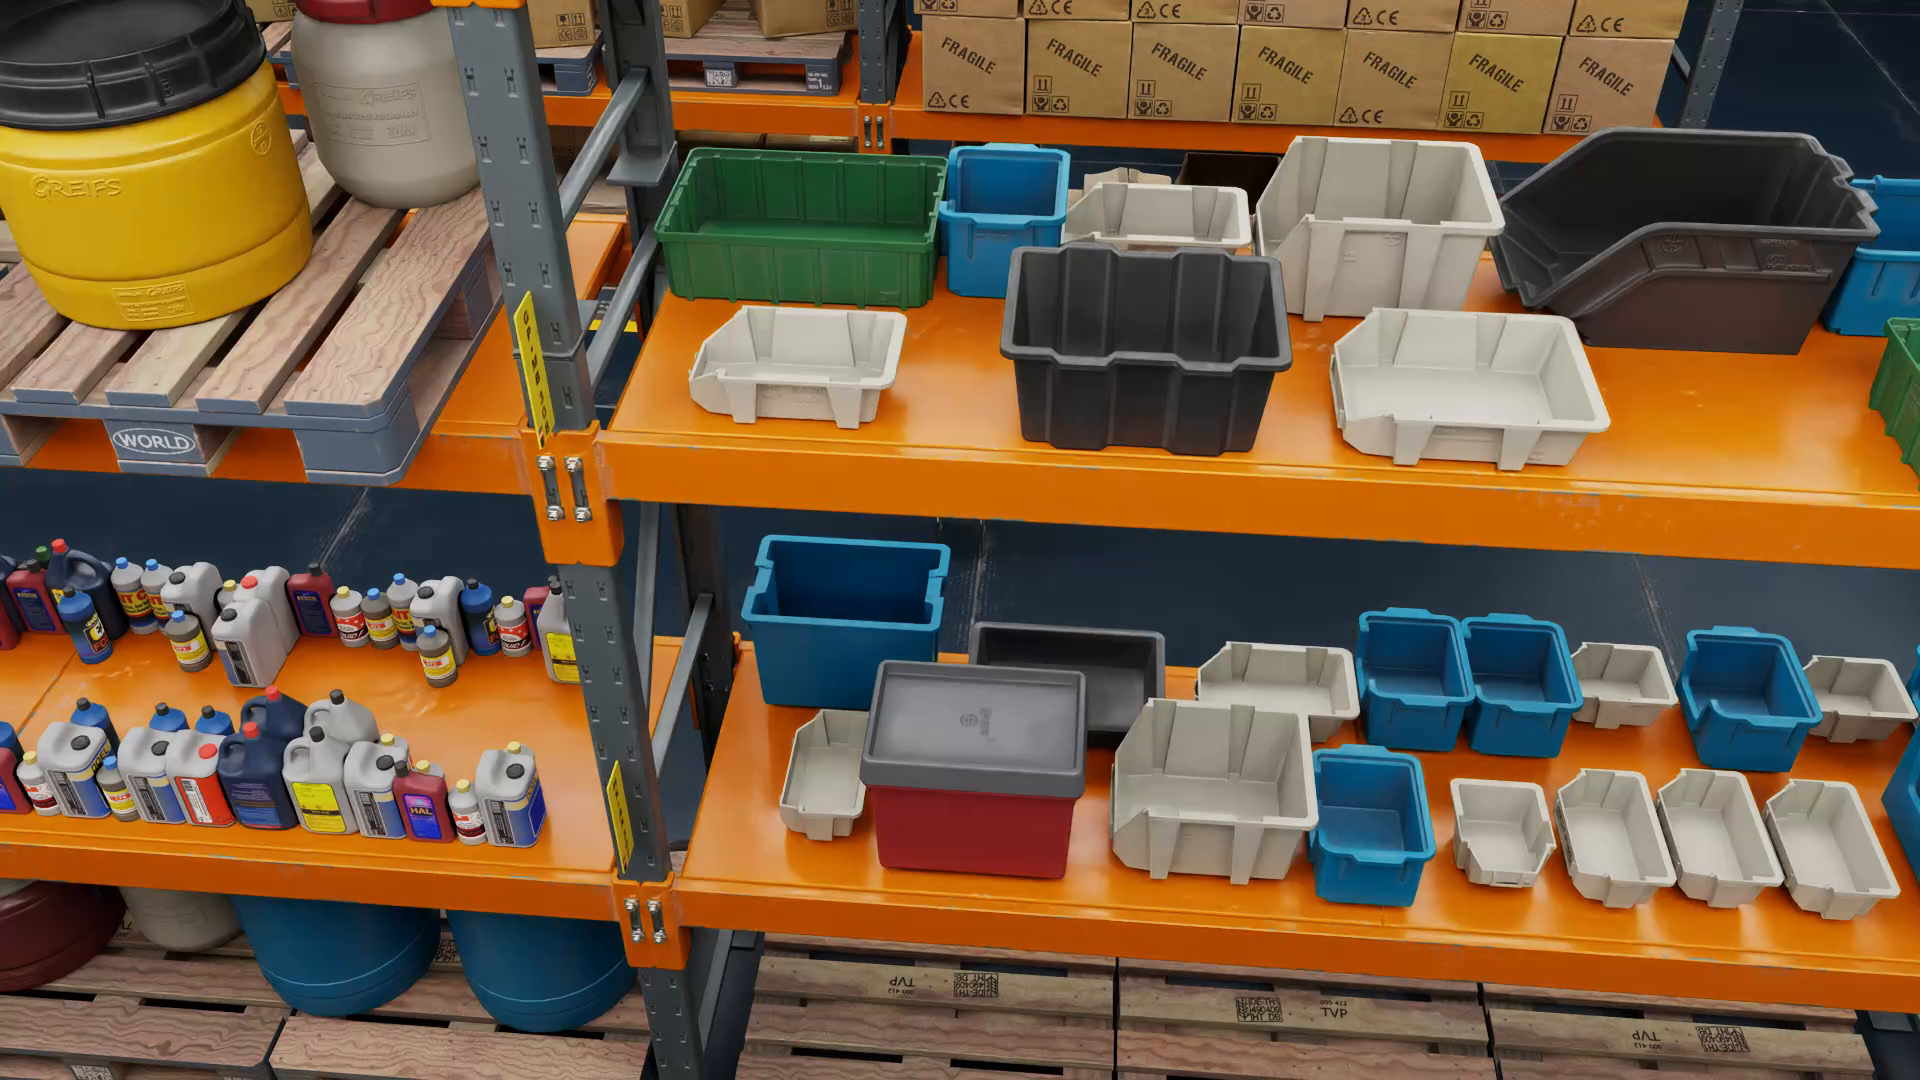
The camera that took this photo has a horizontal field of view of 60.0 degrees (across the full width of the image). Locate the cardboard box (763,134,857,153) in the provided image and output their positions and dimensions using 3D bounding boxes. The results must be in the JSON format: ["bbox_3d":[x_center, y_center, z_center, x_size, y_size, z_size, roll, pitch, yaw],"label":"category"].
[{"bbox_3d":[-0.853,-2.020,9.487,0.500,0.500,0.500,1,39,2],"label":"cardboard box"}]

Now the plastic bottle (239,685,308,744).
[{"bbox_3d":[-1.939,0.550,4.737,0.185,0.351,0.144,3,39,4],"label":"plastic bottle"}]

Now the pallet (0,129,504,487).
[{"bbox_3d":[-1.613,-0.596,3.879,1.003,0.211,1.213,3,39,4],"label":"pallet"}]

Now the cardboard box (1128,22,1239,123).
[{"bbox_3d":[1.101,-2.424,8.273,0.500,0.500,0.500,3,39,4],"label":"cardboard box"}]

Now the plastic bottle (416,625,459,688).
[{"bbox_3d":[-1.608,0.348,5.104,0.097,0.201,0.097,0,39,0],"label":"plastic bottle"}]

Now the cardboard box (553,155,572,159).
[{"bbox_3d":[-2.386,-2.102,9.588,0.500,0.500,0.500,2,39,2],"label":"cardboard box"}]

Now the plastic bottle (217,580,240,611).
[{"bbox_3d":[-2.287,0.214,5.268,0.097,0.201,0.097,0,39,0],"label":"plastic bottle"}]

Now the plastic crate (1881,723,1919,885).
[{"bbox_3d":[2.812,0.756,4.370,0.499,0.435,0.616,3,39,4],"label":"plastic crate"}]

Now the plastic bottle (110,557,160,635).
[{"bbox_3d":[-2.615,0.169,5.268,0.097,0.271,0.097,0,39,0],"label":"plastic bottle"}]

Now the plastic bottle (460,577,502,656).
[{"bbox_3d":[-1.498,0.230,5.193,0.097,0.271,0.097,0,39,0],"label":"plastic bottle"}]

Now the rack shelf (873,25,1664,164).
[{"bbox_3d":[1.600,-2.251,8.710,4.000,0.370,1.077,3,39,4],"label":"rack shelf"}]

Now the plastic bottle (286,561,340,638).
[{"bbox_3d":[-2.037,0.184,5.240,0.133,0.283,0.061,3,39,4],"label":"plastic bottle"}]

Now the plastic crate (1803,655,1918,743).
[{"bbox_3d":[2.632,0.483,4.942,0.298,0.136,0.250,3,39,4],"label":"plastic crate"}]

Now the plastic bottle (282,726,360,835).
[{"bbox_3d":[-1.767,0.651,4.614,0.185,0.351,0.144,3,39,4],"label":"plastic bottle"}]

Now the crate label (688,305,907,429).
[{"bbox_3d":[-0.361,-0.377,3.670,0.466,0.136,0.293,3,39,4],"label":"crate label"}]

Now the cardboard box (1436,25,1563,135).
[{"bbox_3d":[2.606,-2.339,8.169,0.500,0.500,0.500,3,39,4],"label":"cardboard box"}]

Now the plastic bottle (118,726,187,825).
[{"bbox_3d":[-2.244,0.651,4.672,0.135,0.276,0.152,3,39,4],"label":"plastic bottle"}]

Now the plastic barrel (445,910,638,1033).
[{"bbox_3d":[-1.364,1.086,5.369,0.708,0.901,0.600,3,39,4],"label":"plastic barrel"}]

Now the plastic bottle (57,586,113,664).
[{"bbox_3d":[-2.725,0.254,5.163,0.097,0.271,0.097,0,39,0],"label":"plastic bottle"}]

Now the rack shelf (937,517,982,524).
[{"bbox_3d":[0.008,-0.183,7.600,0.200,0.077,0.258,3,39,4],"label":"rack shelf"}]

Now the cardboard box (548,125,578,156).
[{"bbox_3d":[-2.349,-2.392,9.351,0.500,0.250,0.500,2,39,3],"label":"cardboard box"}]

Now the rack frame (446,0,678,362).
[{"bbox_3d":[-0.823,-1.851,2.895,0.127,3.000,1.000,3,39,4],"label":"rack frame"}]

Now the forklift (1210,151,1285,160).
[{"bbox_3d":[1.642,-4.435,10.877,1.130,2.935,3.031,-15,41,-17],"label":"forklift"}]

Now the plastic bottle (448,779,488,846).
[{"bbox_3d":[-1.362,0.746,4.615,0.097,0.201,0.097,0,39,0],"label":"plastic bottle"}]

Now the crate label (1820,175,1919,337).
[{"bbox_3d":[2.271,-0.665,3.933,0.502,0.251,0.408,3,39,4],"label":"crate label"}]

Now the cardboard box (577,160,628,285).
[{"bbox_3d":[-1.900,-1.747,9.152,0.500,0.500,0.500,4,39,4],"label":"cardboard box"}]

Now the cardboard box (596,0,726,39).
[{"bbox_3d":[-1.535,-3.005,8.654,0.500,0.500,0.700,9,40,11],"label":"cardboard box"}]

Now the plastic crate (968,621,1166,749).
[{"bbox_3d":[0.315,0.451,4.990,0.590,0.125,0.437,3,39,4],"label":"plastic crate"}]

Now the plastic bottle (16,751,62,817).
[{"bbox_3d":[-2.593,0.678,4.698,0.097,0.201,0.097,0,39,0],"label":"plastic bottle"}]

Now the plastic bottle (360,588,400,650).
[{"bbox_3d":[-1.826,0.239,5.237,0.097,0.201,0.097,0,39,0],"label":"plastic bottle"}]

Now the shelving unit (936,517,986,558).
[{"bbox_3d":[0.008,-0.349,7.465,0.210,0.900,0.258,3,39,4],"label":"shelving unit"}]

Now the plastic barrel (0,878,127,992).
[{"bbox_3d":[-3.194,1.108,5.590,0.708,0.588,0.600,3,39,4],"label":"plastic barrel"}]

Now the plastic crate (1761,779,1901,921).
[{"bbox_3d":[2.334,0.842,4.501,0.243,0.136,0.396,3,39,4],"label":"plastic crate"}]

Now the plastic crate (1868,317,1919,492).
[{"bbox_3d":[2.155,-0.262,3.487,0.336,0.188,0.450,3,39,4],"label":"plastic crate"}]

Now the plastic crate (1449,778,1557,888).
[{"bbox_3d":[1.470,0.813,4.536,0.250,0.136,0.298,3,39,4],"label":"plastic crate"}]

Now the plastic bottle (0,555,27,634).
[{"bbox_3d":[-3.075,0.128,5.256,0.185,0.351,0.144,3,39,4],"label":"plastic bottle"}]

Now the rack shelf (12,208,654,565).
[{"bbox_3d":[-2.816,-0.517,4.203,4.000,0.370,1.077,3,39,4],"label":"rack shelf"}]

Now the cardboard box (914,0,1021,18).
[{"bbox_3d":[0.053,-2.863,8.020,0.500,0.500,0.500,4,39,5],"label":"cardboard box"}]

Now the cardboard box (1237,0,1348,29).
[{"bbox_3d":[1.594,-2.780,7.917,0.500,0.500,0.500,4,39,5],"label":"cardboard box"}]

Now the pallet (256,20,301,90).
[{"bbox_3d":[-3.696,-2.790,8.953,1.003,0.211,1.213,3,39,4],"label":"pallet"}]

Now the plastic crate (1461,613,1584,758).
[{"bbox_3d":[1.633,0.443,4.915,0.300,0.233,0.416,3,39,4],"label":"plastic crate"}]

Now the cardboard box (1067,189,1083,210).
[{"bbox_3d":[0.579,-1.869,9.580,0.250,0.149,0.380,3,39,4],"label":"cardboard box"}]

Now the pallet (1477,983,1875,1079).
[{"bbox_3d":[2.344,1.706,5.487,1.213,0.211,1.003,3,39,4],"label":"pallet"}]

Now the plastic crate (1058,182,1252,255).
[{"bbox_3d":[0.477,-0.755,4.135,0.466,0.136,0.293,3,39,4],"label":"plastic crate"}]

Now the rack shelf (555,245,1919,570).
[{"bbox_3d":[1.169,-0.300,3.936,4.000,0.370,1.077,3,39,4],"label":"rack shelf"}]

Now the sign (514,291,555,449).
[{"bbox_3d":[-0.873,-0.345,3.415,0.005,0.325,0.100,3,39,4],"label":"sign"}]

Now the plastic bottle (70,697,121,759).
[{"bbox_3d":[-2.483,0.561,4.787,0.097,0.271,0.097,0,39,0],"label":"plastic bottle"}]

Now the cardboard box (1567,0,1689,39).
[{"bbox_3d":[3.126,-2.699,7.819,0.500,0.500,0.500,3,39,3],"label":"cardboard box"}]

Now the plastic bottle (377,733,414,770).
[{"bbox_3d":[-1.615,0.635,4.751,0.097,0.201,0.097,0,39,0],"label":"plastic bottle"}]

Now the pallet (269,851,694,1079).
[{"bbox_3d":[-1.588,1.489,5.753,1.213,0.211,1.003,3,39,4],"label":"pallet"}]
